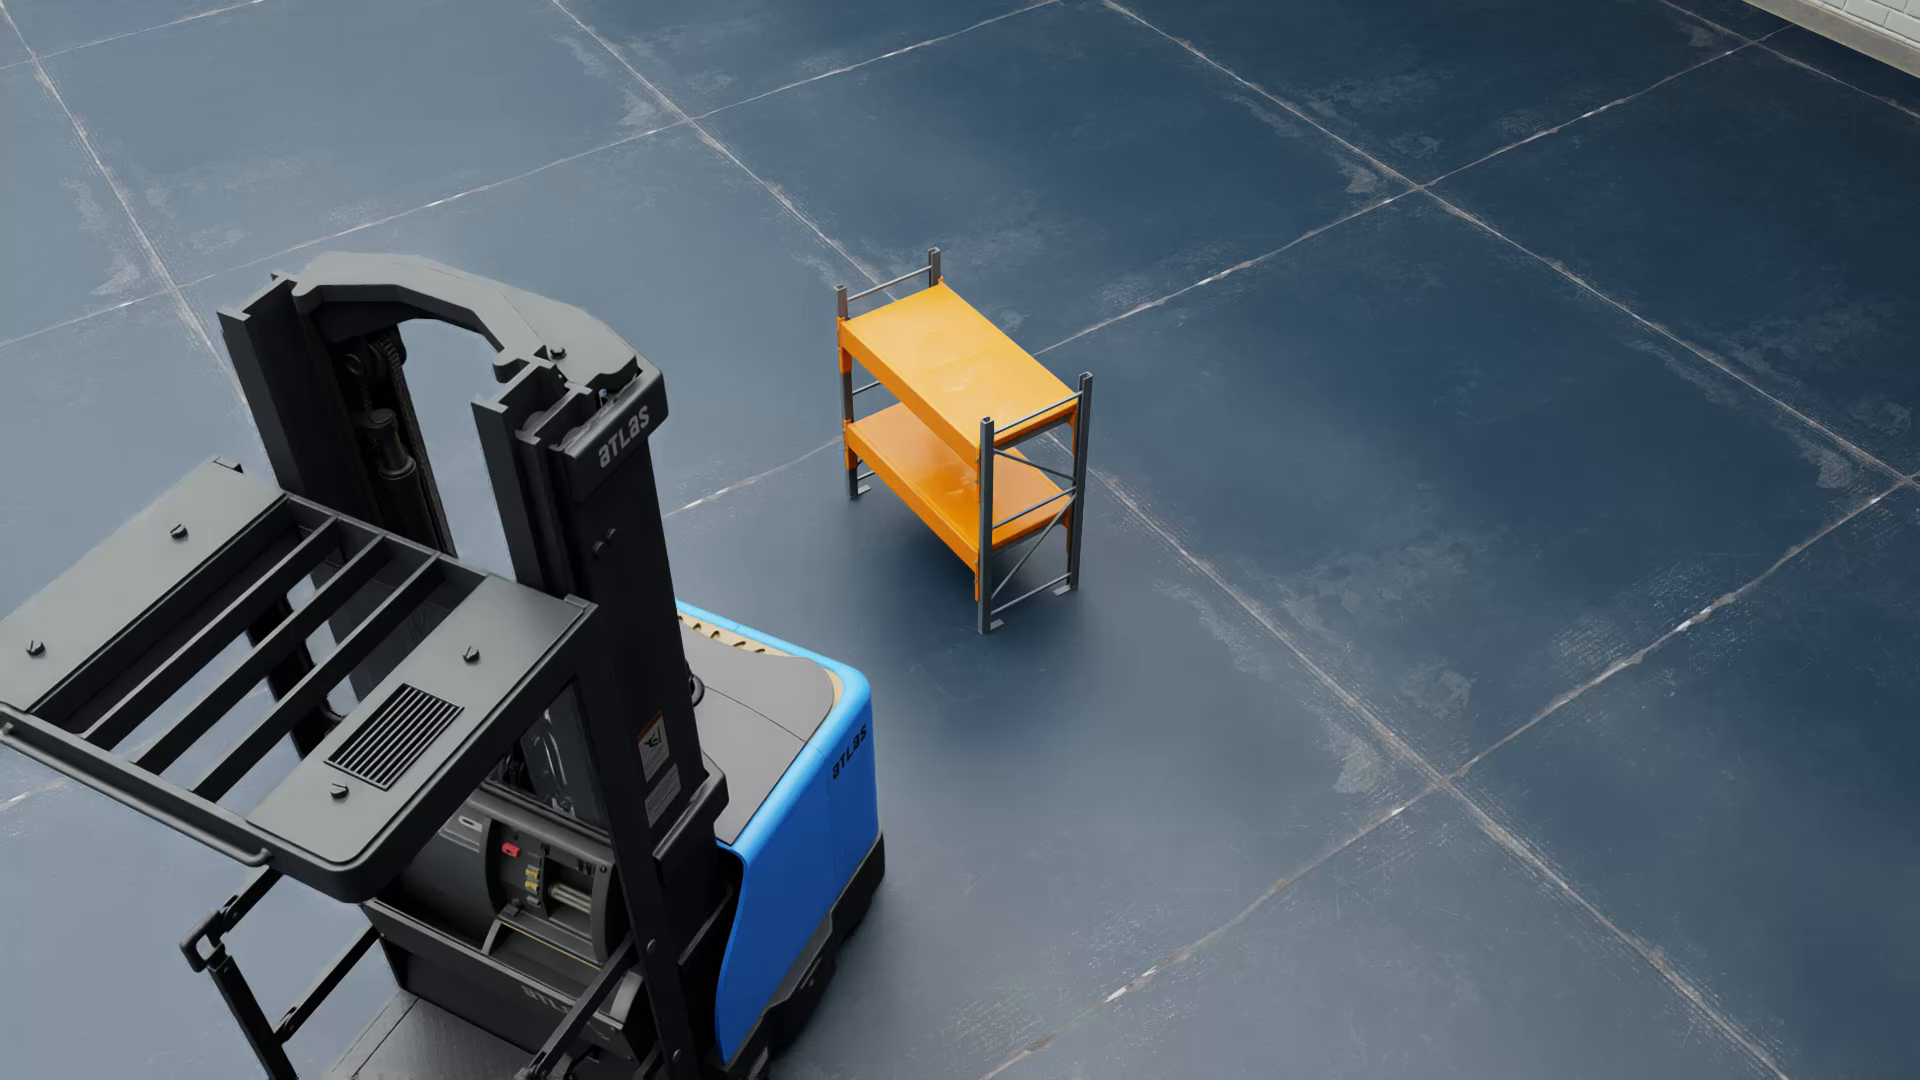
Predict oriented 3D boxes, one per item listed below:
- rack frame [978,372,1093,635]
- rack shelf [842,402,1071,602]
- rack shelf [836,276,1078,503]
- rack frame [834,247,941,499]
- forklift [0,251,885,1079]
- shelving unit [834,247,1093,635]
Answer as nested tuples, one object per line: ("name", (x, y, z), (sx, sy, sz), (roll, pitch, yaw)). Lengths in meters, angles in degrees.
("rack frame", (0.287, -0.123, 6.555), (0.500, 1.125, 0.032), (-26, 49, -24))
("rack shelf", (-0.004, -0.234, 7.025), (0.538, 0.278, 1.000), (-26, 49, -24))
("rack shelf", (-0.004, -0.622, 6.654), (0.538, 0.278, 1.000), (-26, 49, -24))
("rack frame", (-0.295, -0.699, 7.158), (0.500, 1.125, 0.032), (-26, 49, -24))
("forklift", (-1.380, 0.899, 4.176), (1.130, 2.935, 3.031), (19, 47, 19))
("shelving unit", (-0.004, -0.411, 6.857), (0.538, 1.125, 1.048), (-26, 49, -24))
